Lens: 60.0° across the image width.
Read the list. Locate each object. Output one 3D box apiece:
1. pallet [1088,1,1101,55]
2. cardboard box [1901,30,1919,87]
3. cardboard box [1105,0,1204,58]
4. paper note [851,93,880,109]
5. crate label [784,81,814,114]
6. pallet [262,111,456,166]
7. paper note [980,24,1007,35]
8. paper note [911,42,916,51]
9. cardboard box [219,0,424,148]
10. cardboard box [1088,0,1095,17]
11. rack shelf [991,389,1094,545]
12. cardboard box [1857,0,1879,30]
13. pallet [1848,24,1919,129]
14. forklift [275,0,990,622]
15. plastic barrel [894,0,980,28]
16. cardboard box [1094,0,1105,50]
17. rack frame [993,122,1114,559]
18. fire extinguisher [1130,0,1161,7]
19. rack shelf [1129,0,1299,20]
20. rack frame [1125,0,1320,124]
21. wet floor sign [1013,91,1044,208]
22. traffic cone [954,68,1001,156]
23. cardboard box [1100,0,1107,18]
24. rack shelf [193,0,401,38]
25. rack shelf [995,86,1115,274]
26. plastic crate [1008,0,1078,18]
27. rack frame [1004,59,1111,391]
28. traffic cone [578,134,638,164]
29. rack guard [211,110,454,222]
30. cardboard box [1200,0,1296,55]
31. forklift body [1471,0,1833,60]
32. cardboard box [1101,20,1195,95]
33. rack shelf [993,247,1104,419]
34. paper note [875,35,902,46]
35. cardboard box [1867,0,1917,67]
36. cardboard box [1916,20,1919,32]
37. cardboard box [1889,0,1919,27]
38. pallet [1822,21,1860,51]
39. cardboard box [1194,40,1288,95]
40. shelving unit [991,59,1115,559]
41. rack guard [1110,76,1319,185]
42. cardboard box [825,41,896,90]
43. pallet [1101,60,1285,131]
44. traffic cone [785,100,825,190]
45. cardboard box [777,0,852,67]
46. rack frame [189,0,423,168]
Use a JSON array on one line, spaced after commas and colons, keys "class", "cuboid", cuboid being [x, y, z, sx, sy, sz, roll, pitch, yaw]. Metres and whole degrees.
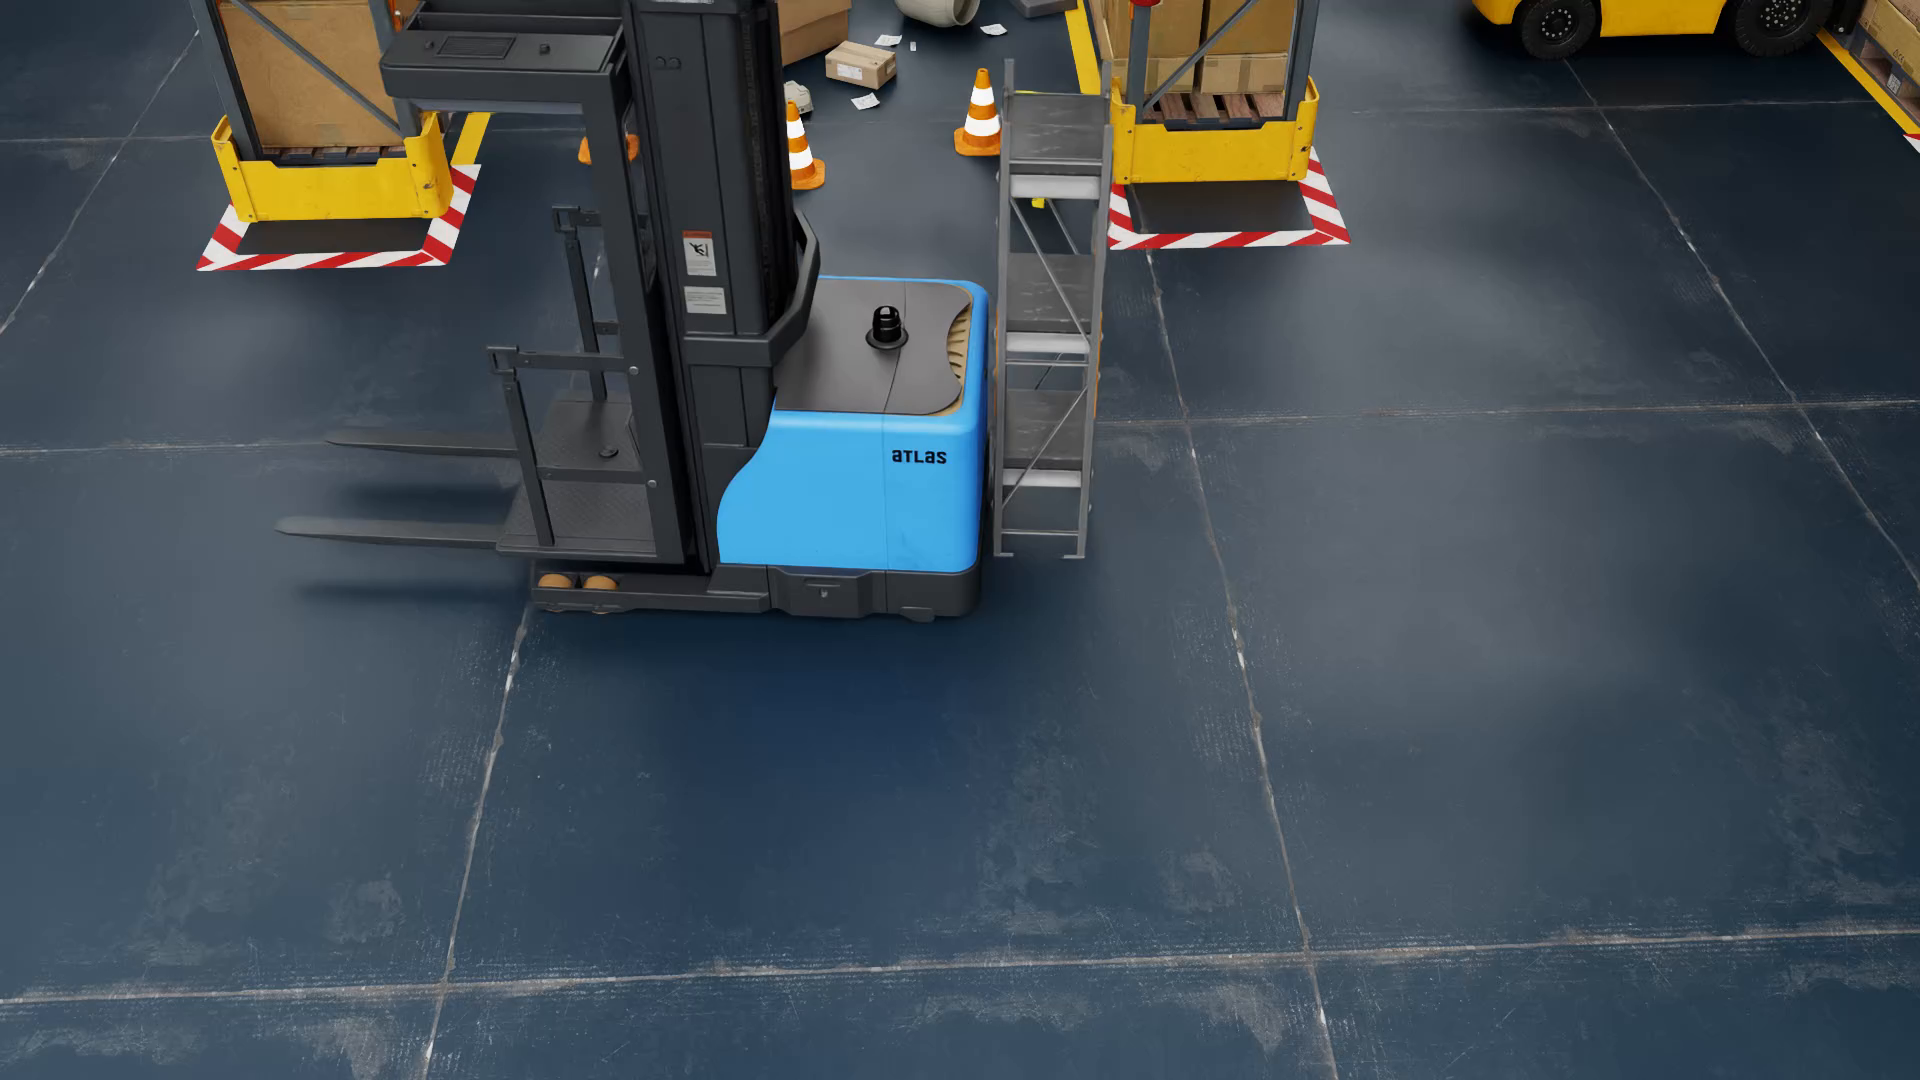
[{"class": "pallet", "cuboid": [1.392, -3.644, 11.219, 1.003, 0.211, 1.213, -2, 43, -2]}, {"class": "cardboard box", "cuboid": [6.066, -2.844, 10.007, 0.500, 0.250, 0.500, -1, 43, -1]}, {"class": "cardboard box", "cuboid": [1.148, -3.201, 9.841, 0.500, 0.500, 0.500, -1, 43, -2]}, {"class": "paper note", "cuboid": [-0.586, -2.736, 10.362, 0.148, 0.019, 0.142, -16, 45, -16]}, {"class": "crate label", "cuboid": [-1.054, -2.715, 10.261, 0.250, 0.136, 0.298, -23, 47, -23]}, {"class": "pallet", "cuboid": [-3.611, -2.549, 10.024, 1.003, 0.211, 1.213, -2, 43, -2]}, {"class": "paper note", "cuboid": [0.228, -3.412, 11.100, 0.142, 0.019, 0.148, -16, 45, -16]}, {"class": "paper note", "cuboid": [-0.308, -3.247, 10.935, 0.032, 0.001, 0.123, -2, 43, -2]}, {"class": "cardboard box", "cuboid": [-3.593, -2.867, 9.569, 0.875, 0.875, 0.875, -1, 43, -2]}, {"class": "cardboard box", "cuboid": [1.098, -3.632, 10.866, 0.500, 0.250, 0.500, -3, 43, -3]}, {"class": "rack shelf", "cuboid": [0.358, -0.339, 7.271, 0.431, 0.518, 0.480, 2, 43, 2]}, {"class": "cardboard box", "cuboid": [6.042, -3.518, 10.742, 0.500, 0.250, 0.500, -1, 43, -1]}, {"class": "pallet", "cuboid": [6.328, -2.882, 10.387, 1.003, 0.211, 1.213, -2, 43, -2]}, {"class": "forklift", "cuboid": [-1.404, -1.121, 6.454, 3.031, 2.935, 1.130, 2, 43, 3]}, {"class": "plastic barrel", "cuboid": [-0.158, -3.651, 11.069, 0.512, 0.421, 0.421, 27, 49, 27]}, {"class": "cardboard box", "cuboid": [1.126, -3.279, 10.481, 0.500, 0.250, 0.500, -1, 43, -2]}, {"class": "rack frame", "cuboid": [0.346, -0.700, 6.609, 0.400, 2.100, 0.015, 2, 43, 2]}, {"class": "fire extinguisher", "cuboid": [0.987, -3.131, 8.652, 0.296, 0.674, 0.183, -2, 43, -2]}, {"class": "rack shelf", "cuboid": [1.358, -4.335, 10.441, 1.077, 0.370, 4.000, -2, 43, -2]}, {"class": "rack frame", "cuboid": [1.443, -3.250, 8.725, 1.000, 3.000, 0.127, -2, 43, -2]}, {"class": "wet floor sign", "cuboid": [0.382, -2.223, 9.347, 0.267, 0.644, 0.232, 12, 44, 13]}, {"class": "traffic cone", "cuboid": [0.136, -2.568, 9.859, 0.336, 0.463, 0.334, -2, 43, -2]}, {"class": "cardboard box", "cuboid": [1.123, -3.553, 10.225, 0.500, 0.500, 0.500, 0, 43, 0]}, {"class": "rack shelf", "cuboid": [-3.583, -4.124, 10.212, 1.077, 0.370, 4.000, -2, 43, -2]}, {"class": "rack shelf", "cuboid": [0.358, -1.371, 6.325, 0.431, 0.518, 0.480, 2, 43, 2]}, {"class": "plastic crate", "cuboid": [0.520, -3.790, 11.476, 0.402, 0.080, 0.583, -16, 45, -16]}, {"class": "rack frame", "cuboid": [0.370, -1.029, 6.969, 0.400, 2.100, 0.015, 2, 43, 2]}, {"class": "traffic cone", "cuboid": [-2.102, -2.503, 9.788, 0.336, 0.463, 0.334, -2, 43, -2]}, {"class": "rack guard", "cuboid": [-3.497, -2.102, 9.323, 1.175, 0.500, 0.348, -2, 43, -2]}, {"class": "cardboard box", "cuboid": [1.683, -3.236, 9.879, 0.500, 0.500, 0.500, -3, 43, -3]}, {"class": "forklift body", "cuboid": [4.499, -4.310, 10.509, 2.313, 2.155, 1.214, -2, 43, -2]}, {"class": "cardboard box", "cuboid": [1.139, -2.945, 10.117, 0.500, 0.250, 0.500, -2, 43, -2]}, {"class": "rack shelf", "cuboid": [0.358, -0.855, 6.798, 0.431, 0.518, 0.480, 2, 43, 2]}, {"class": "paper note", "cuboid": [-0.472, -3.310, 10.996, 0.148, 0.019, 0.142, 12, 44, 13]}, {"class": "cardboard box", "cuboid": [6.055, -3.180, 10.373, 0.500, 0.250, 0.500, -2, 43, -2]}, {"class": "cardboard box", "cuboid": [6.069, -3.040, 9.850, 0.500, 0.250, 0.500, -2, 43, -2]}, {"class": "cardboard box", "cuboid": [6.058, -3.379, 10.220, 0.500, 0.250, 0.500, -2, 43, -2]}, {"class": "pallet", "cuboid": [6.279, -3.703, 11.284, 1.003, 0.211, 1.213, -2, 43, -2]}, {"class": "cardboard box", "cuboid": [1.685, -2.943, 10.115, 0.500, 0.250, 0.500, -2, 43, -2]}, {"class": "shelving unit", "cuboid": [0.358, -0.865, 6.789, 0.431, 2.100, 0.503, 2, 43, 2]}, {"class": "rack guard", "cuboid": [1.440, -2.379, 9.626, 1.175, 0.500, 0.348, -2, 43, -2]}, {"class": "cardboard box", "cuboid": [-0.631, -3.025, 10.590, 0.380, 0.149, 0.250, 19, 46, 20]}, {"class": "pallet", "cuboid": [1.440, -2.822, 10.323, 1.003, 0.211, 1.213, -2, 43, -2]}, {"class": "traffic cone", "cuboid": [-0.959, -2.306, 9.573, 0.336, 0.463, 0.334, -2, 43, -2]}, {"class": "cardboard box", "cuboid": [-1.161, -3.443, 10.783, 0.797, 0.503, 0.637, -32, 51, -30]}, {"class": "rack frame", "cuboid": [-3.498, -3.039, 8.496, 1.000, 3.000, 0.127, -2, 43, -2]}]
